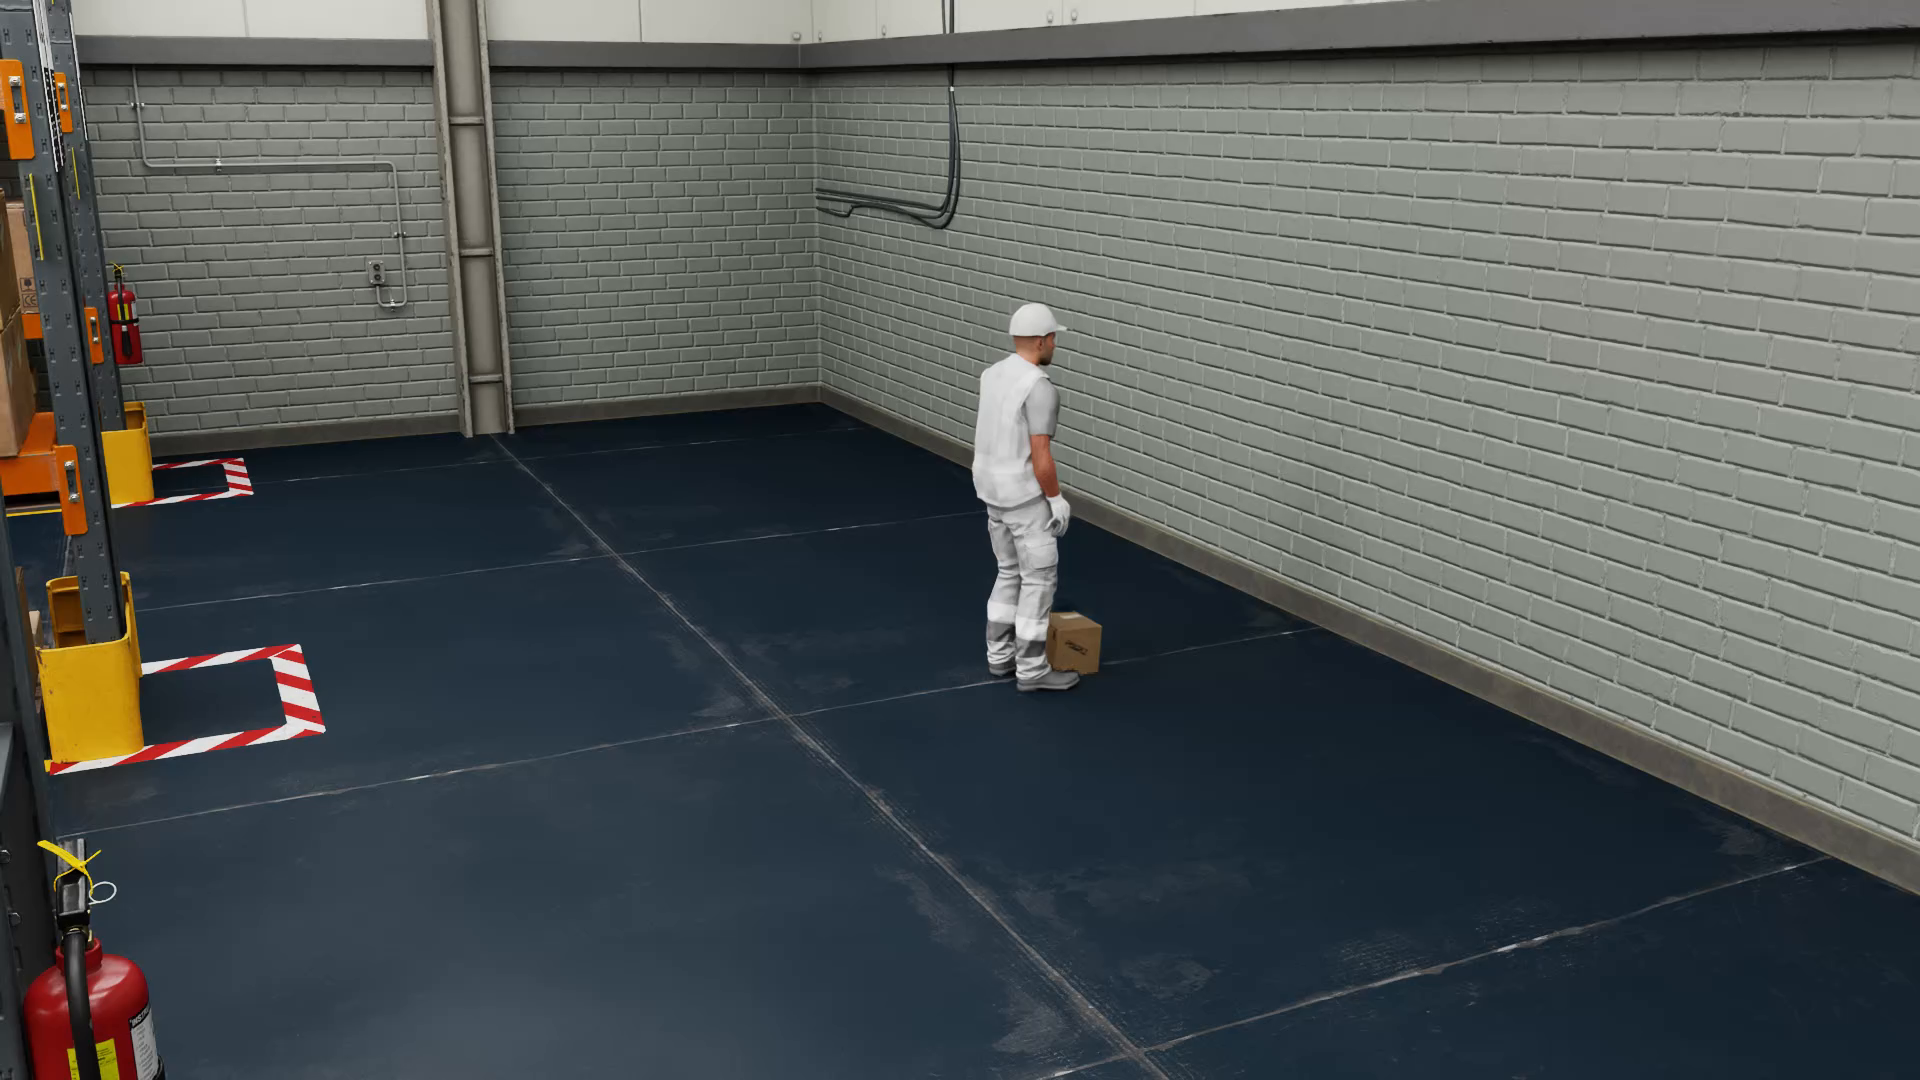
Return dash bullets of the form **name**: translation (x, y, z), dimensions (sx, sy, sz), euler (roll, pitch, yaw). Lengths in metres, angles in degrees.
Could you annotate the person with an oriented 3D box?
- **person**: translation (0.299, -0.201, 7.735), dimensions (0.441, 1.780, 0.579), euler (-8, 17, -27)
